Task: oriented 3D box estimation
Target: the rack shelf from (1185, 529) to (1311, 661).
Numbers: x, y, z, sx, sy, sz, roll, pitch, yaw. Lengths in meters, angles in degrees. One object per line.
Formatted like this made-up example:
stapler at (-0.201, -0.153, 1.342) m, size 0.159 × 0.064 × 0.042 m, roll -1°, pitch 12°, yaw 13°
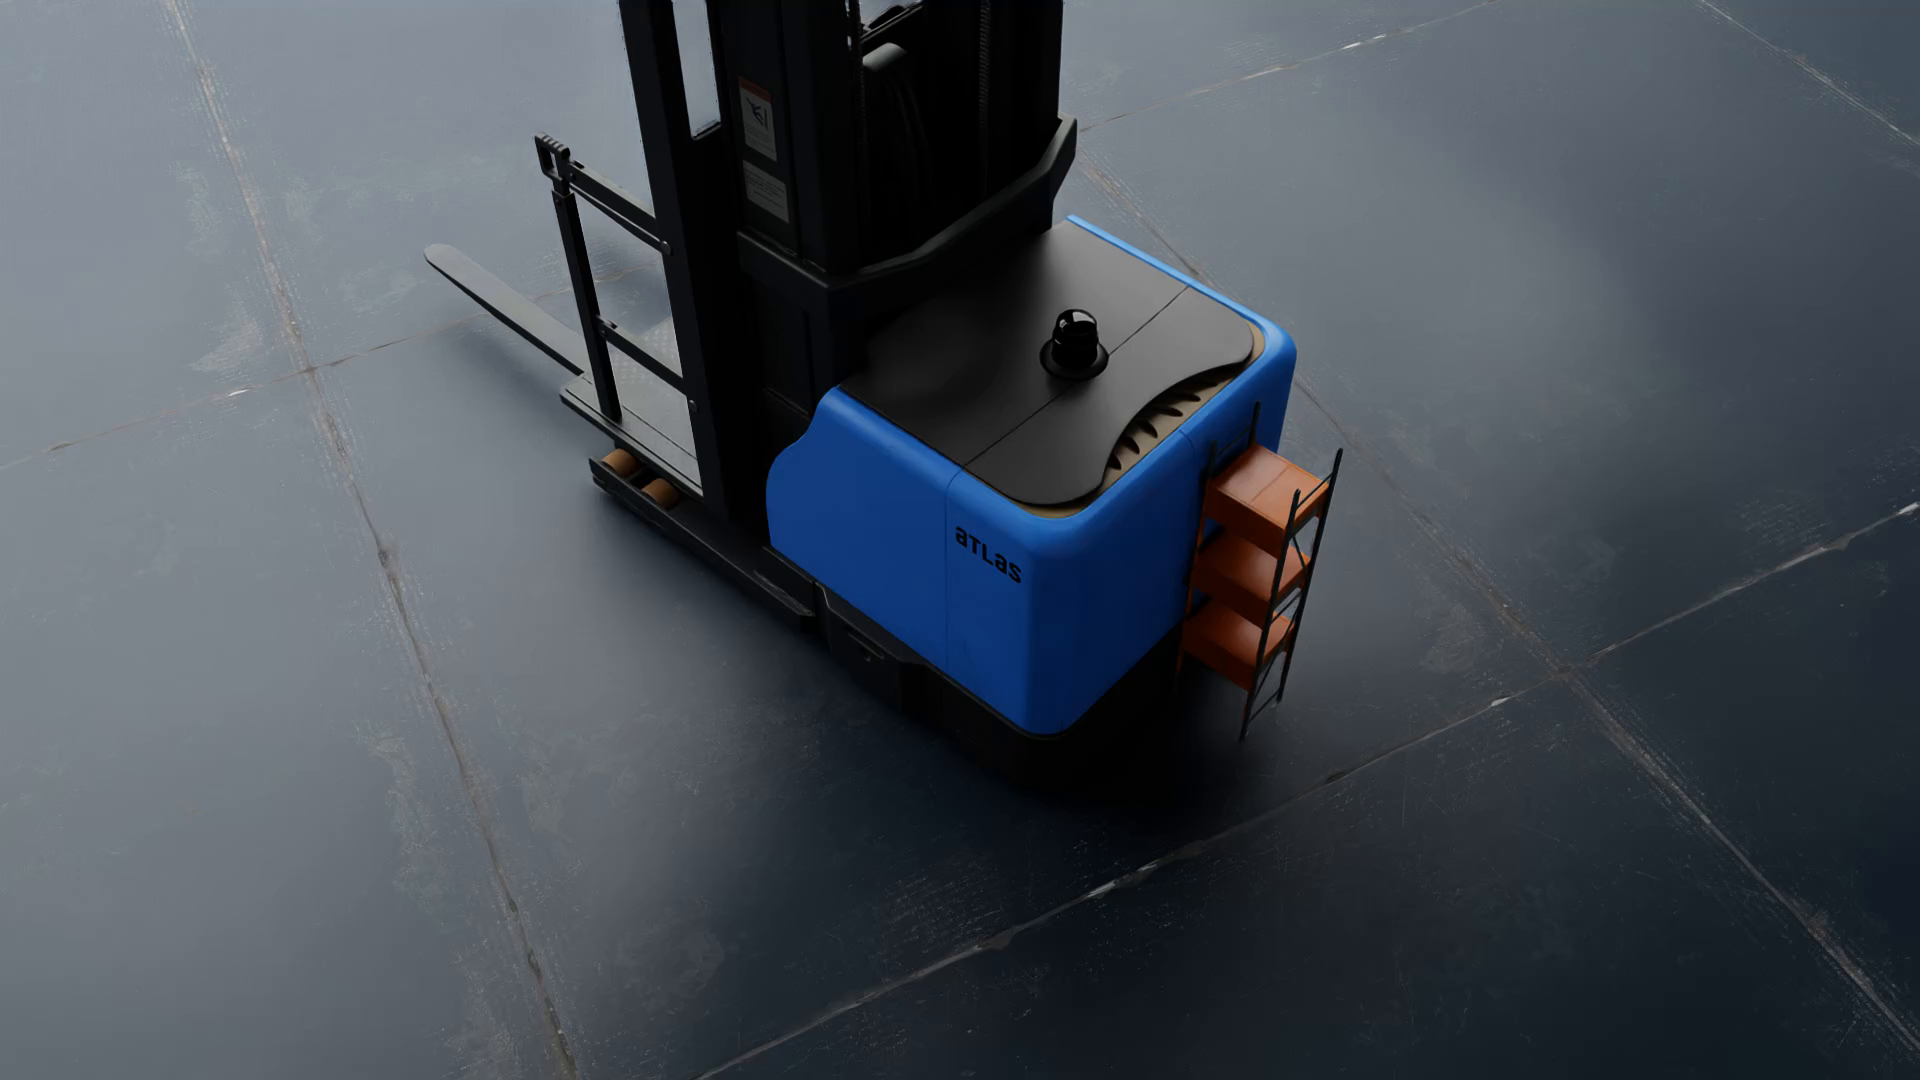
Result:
rack shelf at (0.775, 0.122, 4.460) m, size 0.240 × 0.259 × 0.215 m, roll 34°, pitch 57°, yaw 26°

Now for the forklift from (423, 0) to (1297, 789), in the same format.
forklift at (-0.542, -1.258, 4.403) m, size 3.031 × 2.935 × 1.130 m, roll 34°, pitch 57°, yaw 26°

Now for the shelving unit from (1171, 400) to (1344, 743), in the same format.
shelving unit at (0.775, 0.115, 4.452) m, size 0.252 × 1.050 × 0.215 m, roll 34°, pitch 57°, yaw 26°

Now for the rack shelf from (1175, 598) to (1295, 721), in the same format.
rack shelf at (0.775, 0.305, 4.669) m, size 0.240 × 0.259 × 0.215 m, roll 34°, pitch 57°, yaw 26°

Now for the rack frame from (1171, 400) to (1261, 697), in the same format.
rack frame at (0.684, 0.053, 4.506) m, size 0.008 × 1.050 × 0.200 m, roll 34°, pitch 57°, yaw 26°

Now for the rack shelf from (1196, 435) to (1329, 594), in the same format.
rack shelf at (0.775, -0.065, 4.247) m, size 0.240 × 0.259 × 0.215 m, roll 34°, pitch 57°, yaw 26°

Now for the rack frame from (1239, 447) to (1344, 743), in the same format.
rack frame at (0.865, 0.176, 4.398) m, size 0.008 × 1.050 × 0.200 m, roll 34°, pitch 57°, yaw 26°
